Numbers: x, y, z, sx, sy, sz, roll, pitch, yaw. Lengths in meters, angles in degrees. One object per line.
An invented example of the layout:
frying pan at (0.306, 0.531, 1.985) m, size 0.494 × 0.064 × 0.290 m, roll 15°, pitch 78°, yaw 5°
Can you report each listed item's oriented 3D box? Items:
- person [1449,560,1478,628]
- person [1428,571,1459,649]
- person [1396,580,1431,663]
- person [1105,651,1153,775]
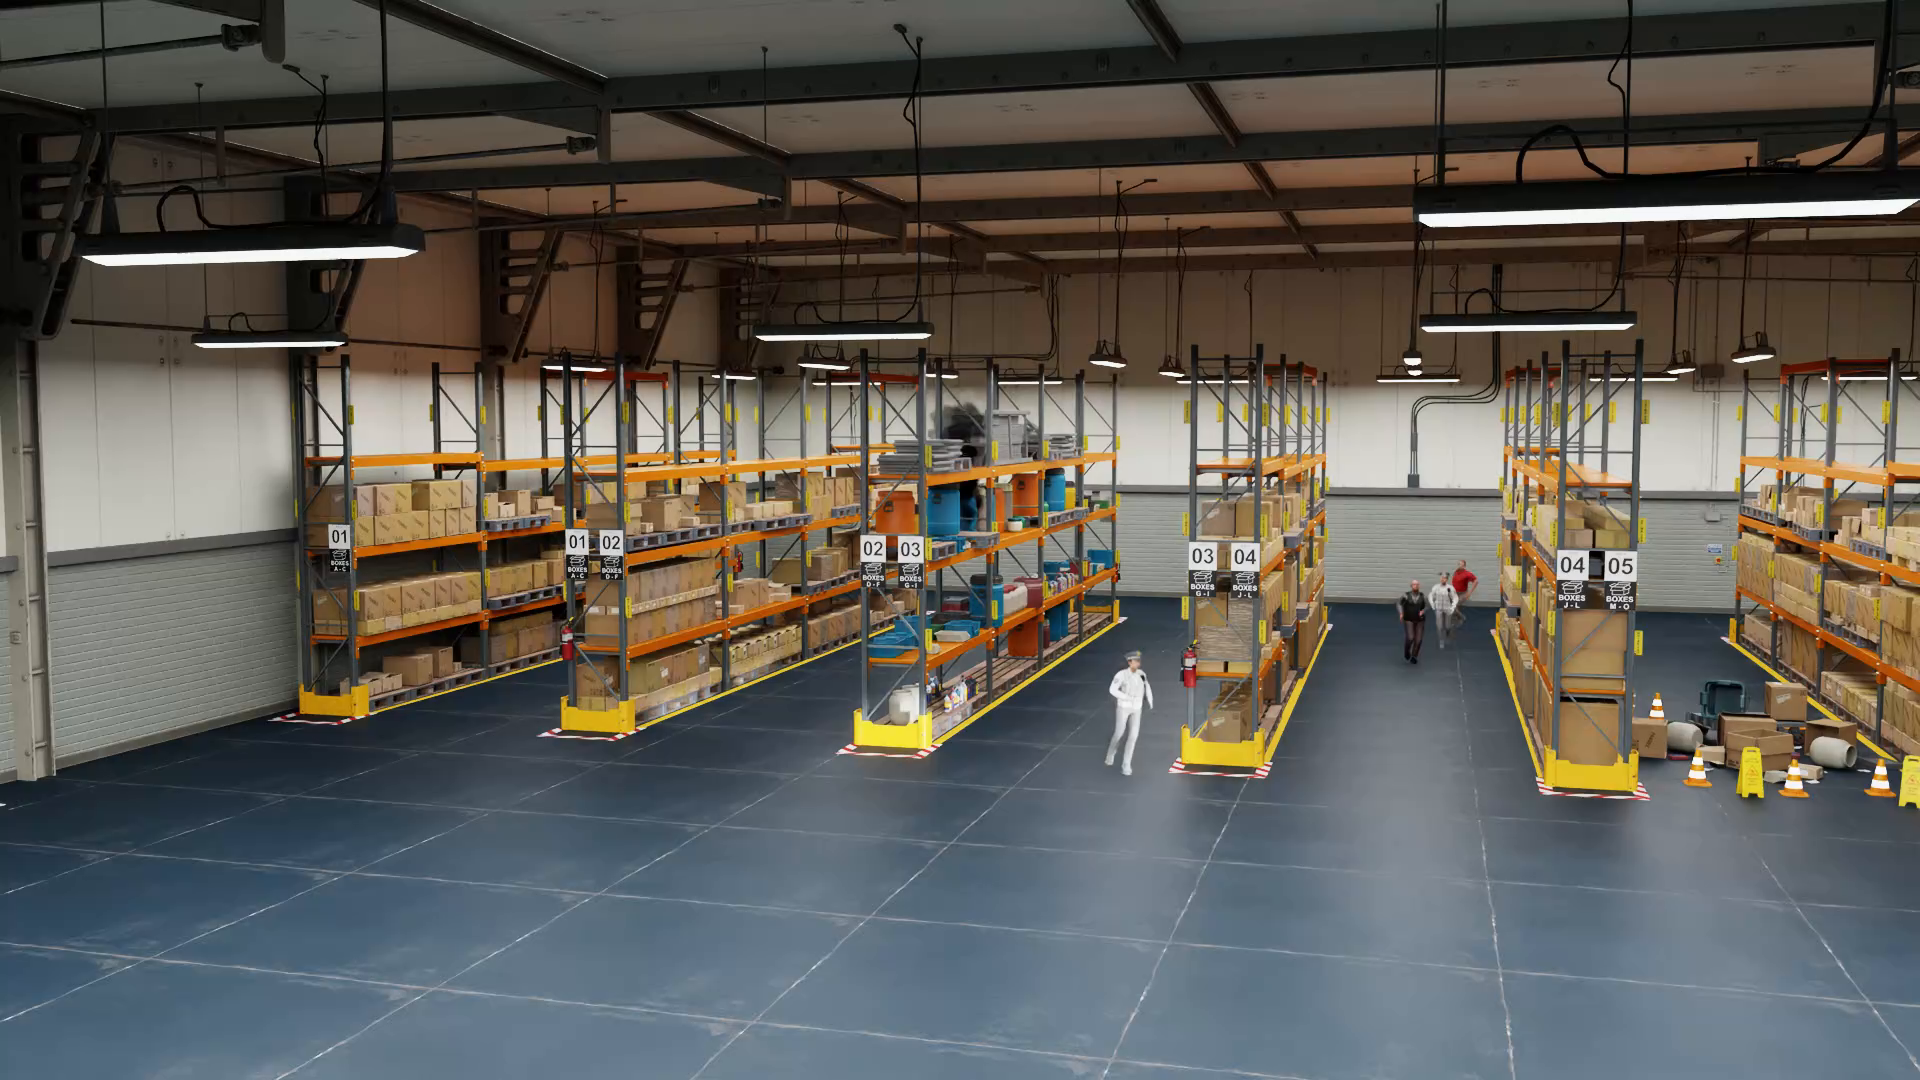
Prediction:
person at (11.695, 1.279, 38.961) m, size 0.556 × 1.635 × 0.802 m, roll -1°, pitch 5°, yaw -18°
person at (10.377, 1.496, 35.749) m, size 0.643 × 1.668 × 0.518 m, roll 2°, pitch 5°, yaw 21°
person at (9.131, 1.650, 33.422) m, size 0.644 × 1.680 × 0.591 m, roll 0°, pitch 4°, yaw 6°
person at (2.430, 2.406, 23.478) m, size 0.673 × 1.692 × 0.768 m, roll -1°, pitch 4°, yaw -15°
